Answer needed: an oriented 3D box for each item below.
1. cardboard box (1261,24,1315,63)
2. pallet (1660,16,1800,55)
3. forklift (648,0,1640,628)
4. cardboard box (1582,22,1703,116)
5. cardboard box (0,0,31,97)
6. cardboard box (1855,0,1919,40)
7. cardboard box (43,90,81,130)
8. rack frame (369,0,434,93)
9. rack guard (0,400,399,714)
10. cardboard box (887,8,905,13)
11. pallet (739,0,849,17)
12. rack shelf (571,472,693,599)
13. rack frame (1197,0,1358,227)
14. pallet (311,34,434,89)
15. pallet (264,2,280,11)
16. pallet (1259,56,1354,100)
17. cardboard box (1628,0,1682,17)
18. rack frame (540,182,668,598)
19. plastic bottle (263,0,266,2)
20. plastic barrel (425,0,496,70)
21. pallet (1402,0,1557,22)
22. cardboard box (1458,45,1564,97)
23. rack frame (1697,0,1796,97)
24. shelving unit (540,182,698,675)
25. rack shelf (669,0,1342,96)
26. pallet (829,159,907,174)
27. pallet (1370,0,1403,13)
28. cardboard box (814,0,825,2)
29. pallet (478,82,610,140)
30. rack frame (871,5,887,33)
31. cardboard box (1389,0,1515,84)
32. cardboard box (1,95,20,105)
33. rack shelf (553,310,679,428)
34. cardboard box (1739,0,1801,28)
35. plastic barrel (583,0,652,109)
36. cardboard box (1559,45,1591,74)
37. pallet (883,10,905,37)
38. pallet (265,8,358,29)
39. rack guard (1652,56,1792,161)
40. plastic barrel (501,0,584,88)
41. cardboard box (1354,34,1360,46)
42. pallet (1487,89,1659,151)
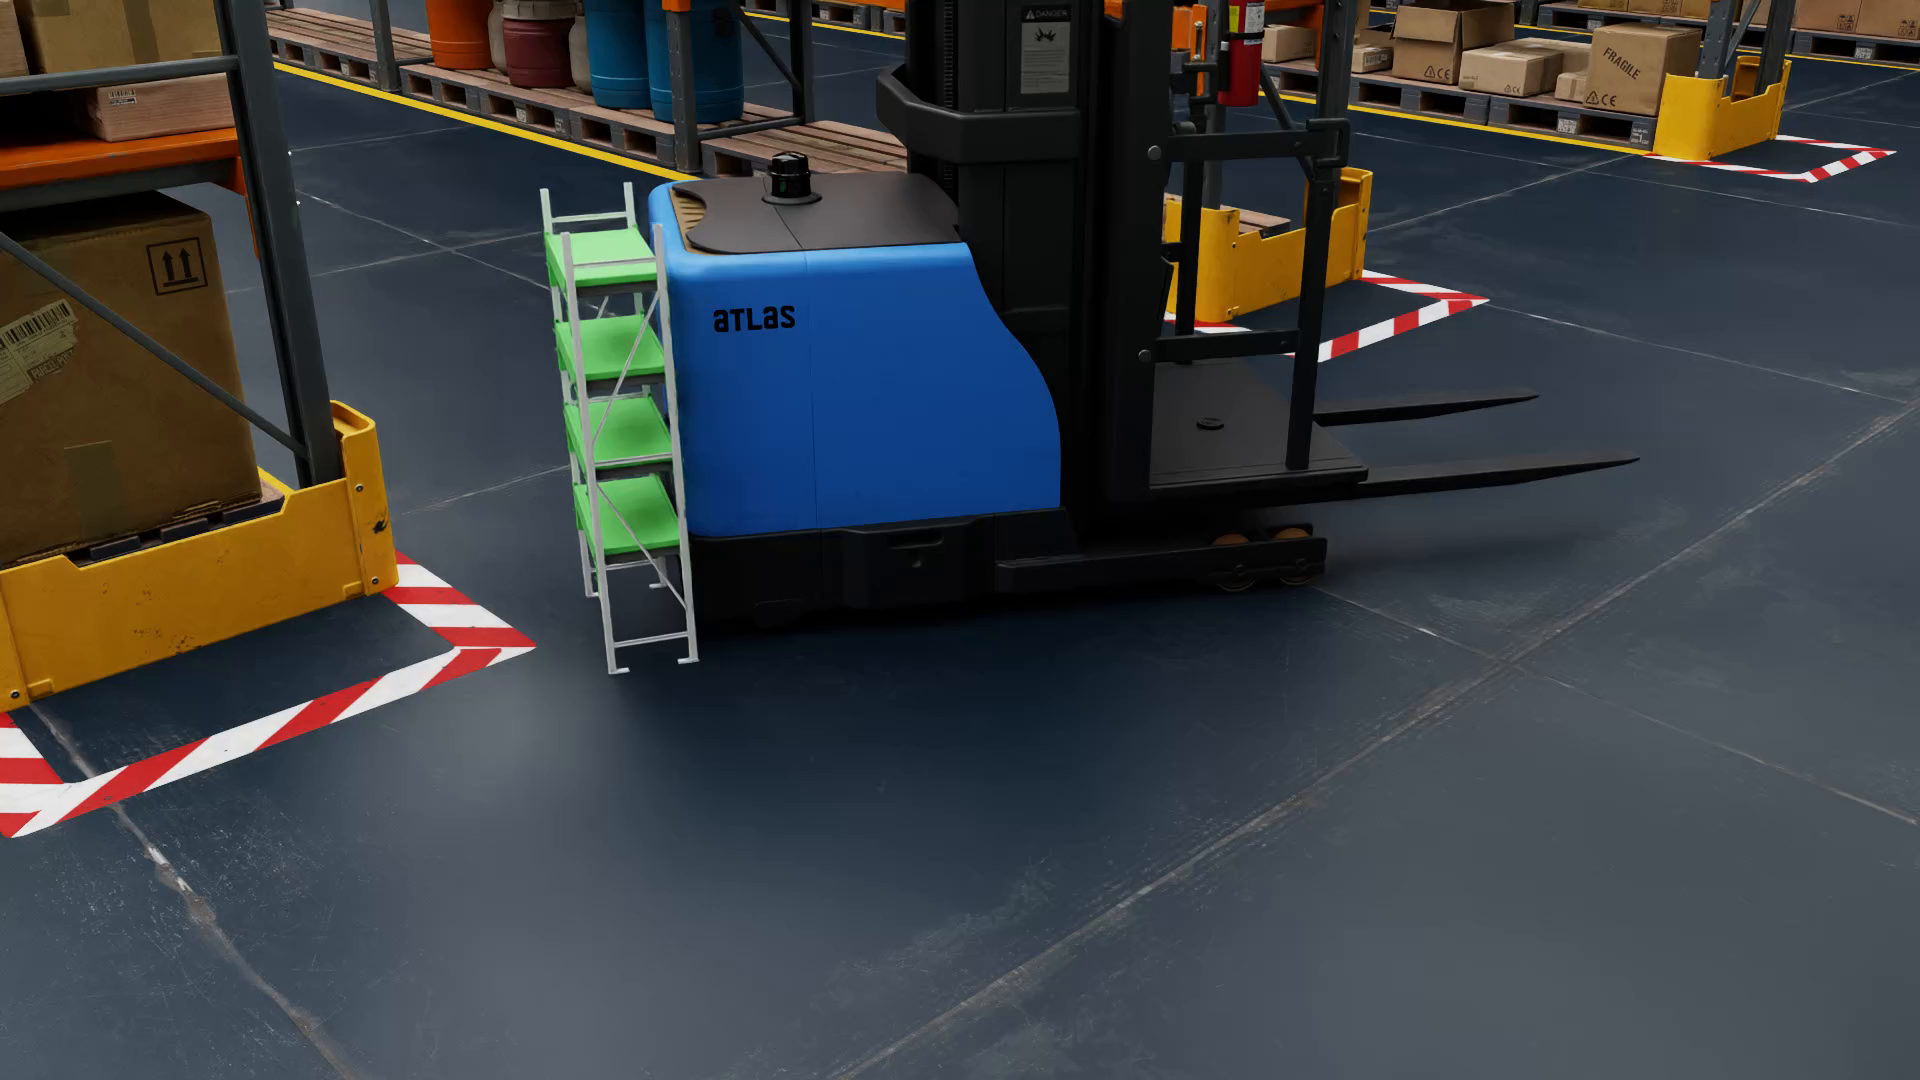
[{"bbox_3d":[2.417,-3.937,12.976,0.500,0.311,0.500,-21,32,-38],"label":"cardboard box"},{"bbox_3d":[7.203,-4.664,15.220,1.003,0.211,1.213,-21,32,-38],"label":"pallet"},{"bbox_3d":[0.614,-1.390,4.766,3.031,2.935,1.130,-5,25,-11],"label":"forklift"},{"bbox_3d":[4.471,-3.095,10.902,0.500,0.500,0.500,-21,32,-38],"label":"cardboard box"},{"bbox_3d":[-2.736,-1.267,4.235,0.500,0.250,0.500,-22,32,-39],"label":"cardboard box"},{"bbox_3d":[8.084,-4.581,14.184,0.700,0.500,0.500,-21,32,-38],"label":"cardboard box"},{"bbox_3d":[-2.389,-1.292,4.771,0.380,0.149,0.250,-22,32,-39],"label":"cardboard box"},{"bbox_3d":[-4.064,-4.957,12.501,1.000,3.000,0.127,-21,32,-38],"label":"rack frame"},{"bbox_3d":[-2.195,0.017,4.611,1.175,0.500,0.348,-21,32,-38],"label":"rack guard"},{"bbox_3d":[-0.343,-5.205,15.527,0.500,0.500,0.500,-20,31,-36],"label":"cardboard box"},{"bbox_3d":[-1.809,-5.722,17.539,1.003,0.211,1.213,-21,32,-38],"label":"pallet"},{"bbox_3d":[-0.908,-0.022,4.583,0.258,0.148,0.480,-8,26,-17],"label":"rack shelf"},{"bbox_3d":[1.404,-2.533,7.189,1.000,3.000,0.127,-21,32,-38],"label":"rack frame"},{"bbox_3d":[-4.565,-3.934,13.619,1.003,0.211,1.213,-21,32,-38],"label":"pallet"},{"bbox_3d":[-7.226,-5.115,16.209,1.003,0.211,1.213,-21,32,-38],"label":"pallet"},{"bbox_3d":[2.757,-3.672,13.045,1.003,0.211,1.213,-21,32,-38],"label":"pallet"},{"bbox_3d":[6.679,-5.200,15.541,0.700,0.500,0.500,-22,32,-39],"label":"cardboard box"},{"bbox_3d":[-0.988,-0.394,4.666,0.240,1.200,0.015,-8,26,-17],"label":"rack frame"},{"bbox_3d":[-6.765,-5.347,16.199,0.097,0.201,0.097,0,25,0],"label":"plastic bottle"},{"bbox_3d":[-3.717,-4.017,12.550,0.600,0.830,0.708,-21,32,-38],"label":"plastic barrel"},{"bbox_3d":[5.320,-5.499,17.050,1.003,0.211,1.213,-21,32,-38],"label":"pallet"},{"bbox_3d":[3.844,-3.278,11.603,0.500,0.250,0.500,-21,32,-38],"label":"cardboard box"},{"bbox_3d":[5.022,-3.937,10.266,1.000,3.000,0.127,-21,32,-38],"label":"rack frame"},{"bbox_3d":[-0.910,-0.299,4.456,0.258,1.200,0.503,-8,26,-17],"label":"shelving unit"},{"bbox_3d":[0.037,-2.812,8.666,1.077,0.370,4.000,-21,32,-38],"label":"rack shelf"},{"bbox_3d":[0.039,-1.895,9.149,1.003,0.211,1.213,-21,32,-38],"label":"pallet"},{"bbox_3d":[4.481,-5.869,17.860,1.003,0.211,1.213,-21,32,-38],"label":"pallet"},{"bbox_3d":[-1.338,-5.546,16.601,0.500,0.250,0.500,-22,32,-39],"label":"cardboard box"},{"bbox_3d":[-2.665,-3.092,11.773,1.003,0.211,1.213,-21,32,-38],"label":"pallet"},{"bbox_3d":[-0.445,-6.361,15.579,1.000,3.000,0.127,-21,32,-38],"label":"rack frame"},{"bbox_3d":[3.576,-3.646,12.105,0.797,0.503,0.637,-21,32,-38],"label":"cardboard box"},{"bbox_3d":[-2.744,-1.448,5.114,0.380,0.149,0.250,-22,32,-39],"label":"cardboard box"},{"bbox_3d":[-0.912,-0.459,4.383,0.258,0.148,0.480,-8,26,-17],"label":"rack shelf"},{"bbox_3d":[7.398,-4.885,14.849,0.500,0.500,0.700,23,33,40],"label":"cardboard box"},{"bbox_3d":[-2.173,-3.366,11.036,0.600,0.901,0.708,-21,32,-38],"label":"plastic barrel"},{"bbox_3d":[4.516,-3.283,11.615,0.500,0.250,0.500,-21,32,-38],"label":"cardboard box"},{"bbox_3d":[0.037,-4.855,15.639,1.003,0.211,1.213,-21,32,-38],"label":"pallet"},{"bbox_3d":[-6.233,-4.673,15.239,1.003,0.211,1.213,-21,32,-38],"label":"pallet"},{"bbox_3d":[4.971,-2.823,10.836,1.175,0.500,0.348,-21,32,-38],"label":"rack guard"},{"bbox_3d":[-2.945,-3.565,11.851,0.600,0.588,0.708,-21,32,-38],"label":"plastic barrel"},{"bbox_3d":[3.185,-3.863,13.009,0.380,0.149,0.250,-21,32,-38],"label":"cardboard box"},{"bbox_3d":[4.425,-2.933,11.424,1.003,0.211,1.213,-21,32,-38],"label":"pallet"}]
